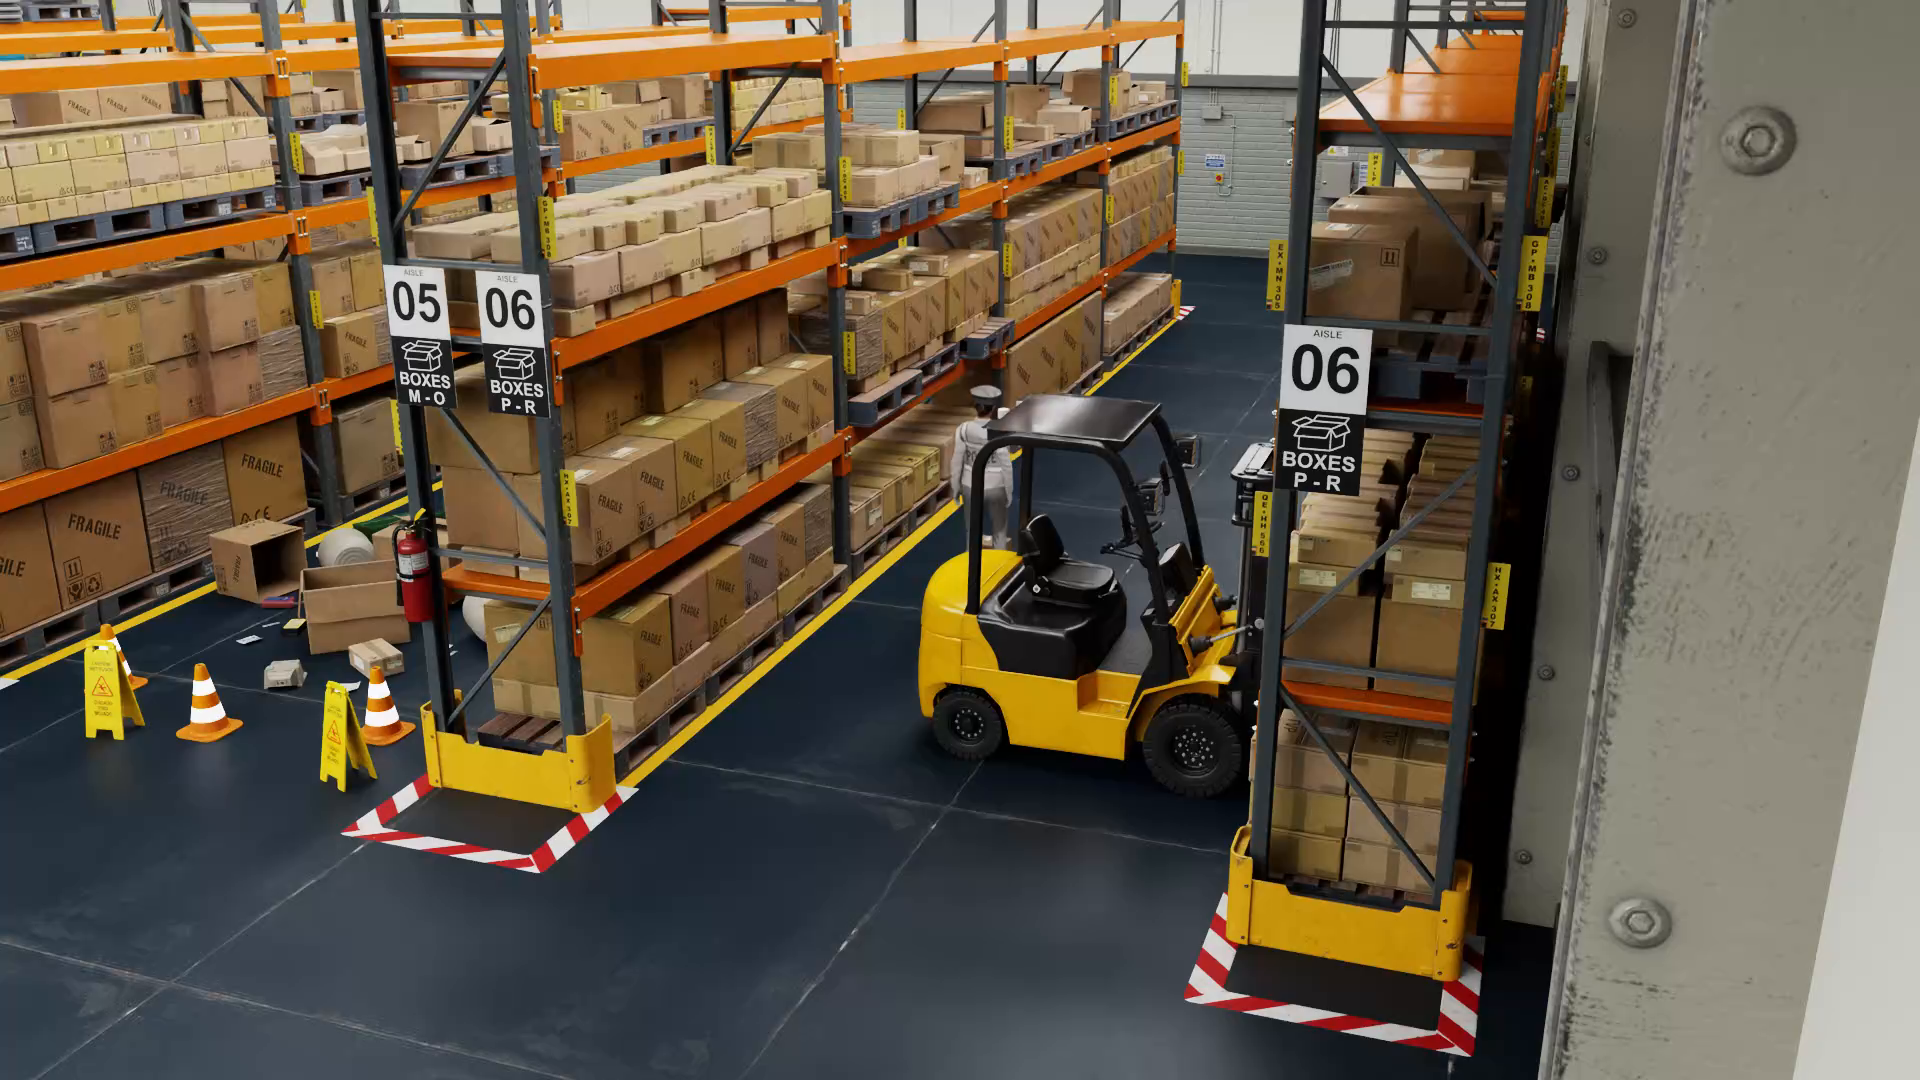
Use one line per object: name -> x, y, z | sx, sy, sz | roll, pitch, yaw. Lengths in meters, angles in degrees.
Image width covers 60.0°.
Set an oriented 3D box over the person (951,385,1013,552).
person -> 0.186, -0.383, 13.204 | 0.500, 1.719, 0.387 | 4, 19, 12
